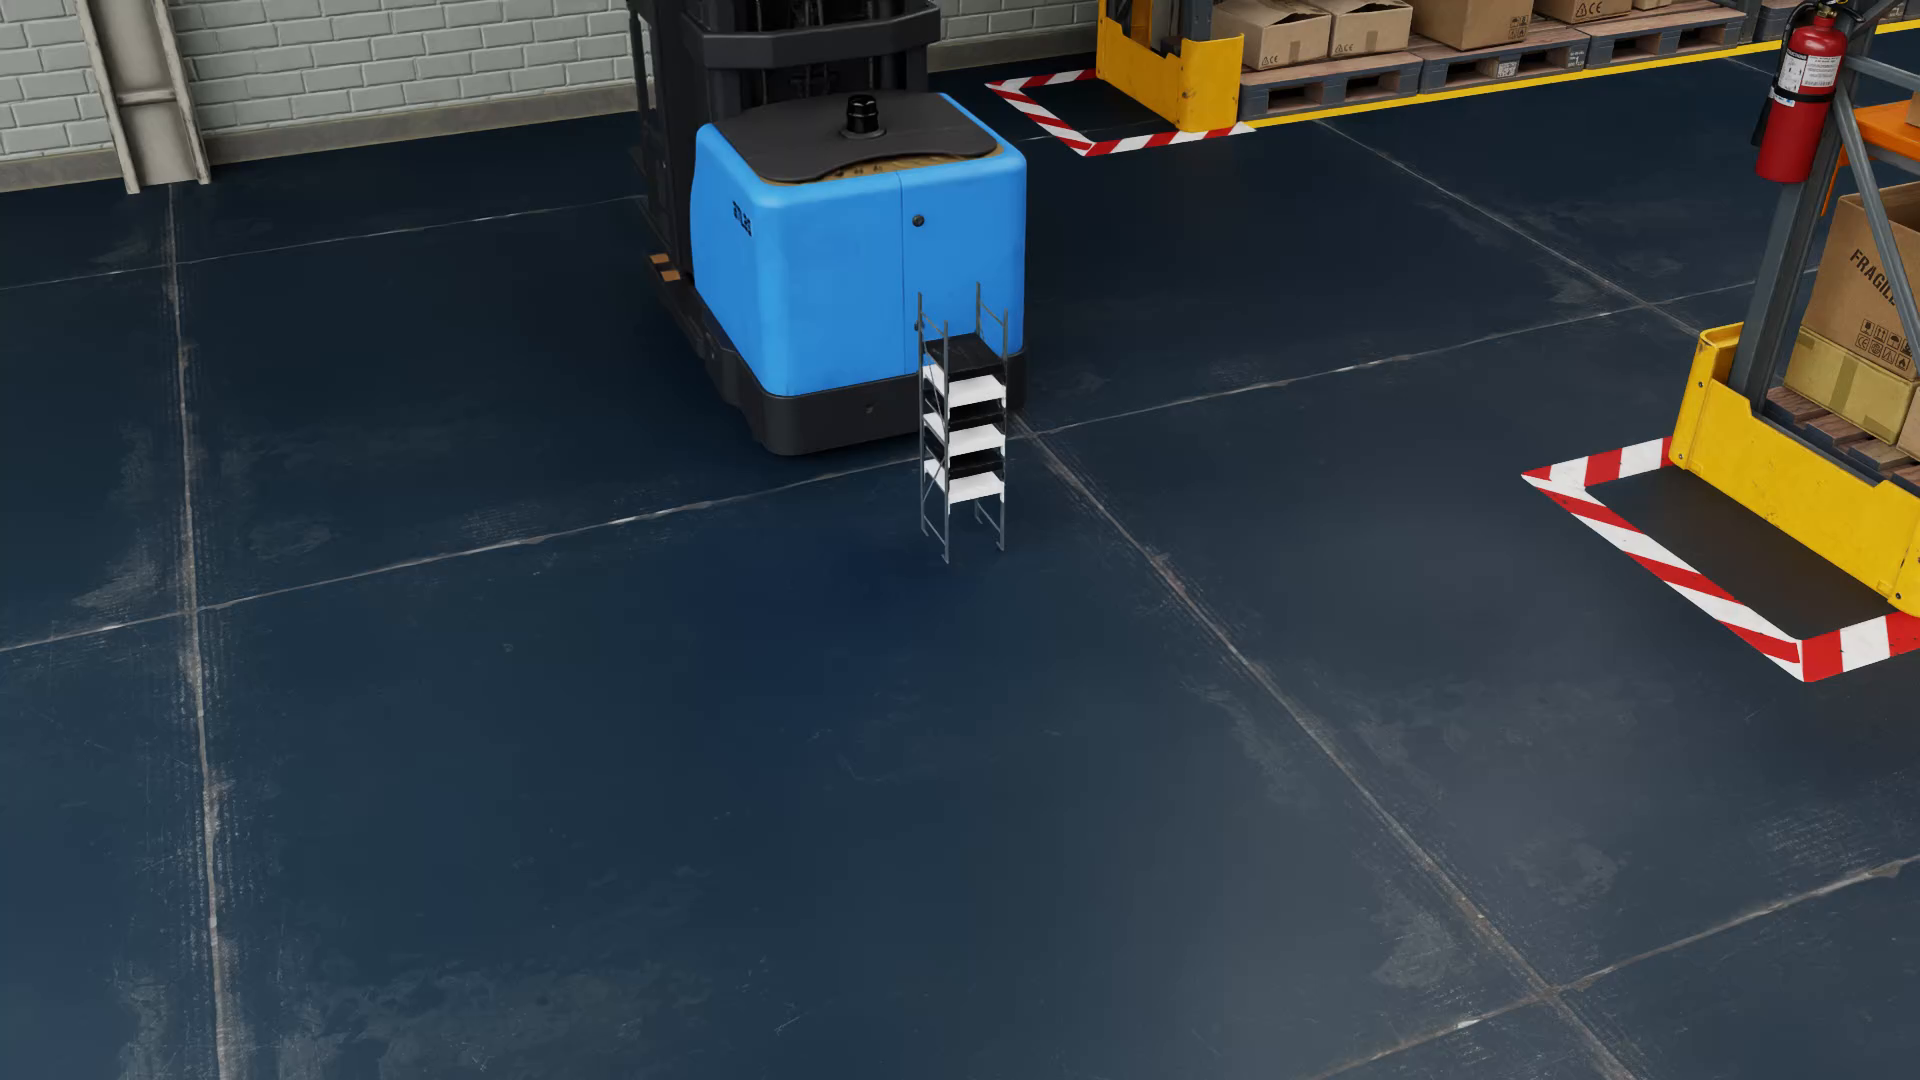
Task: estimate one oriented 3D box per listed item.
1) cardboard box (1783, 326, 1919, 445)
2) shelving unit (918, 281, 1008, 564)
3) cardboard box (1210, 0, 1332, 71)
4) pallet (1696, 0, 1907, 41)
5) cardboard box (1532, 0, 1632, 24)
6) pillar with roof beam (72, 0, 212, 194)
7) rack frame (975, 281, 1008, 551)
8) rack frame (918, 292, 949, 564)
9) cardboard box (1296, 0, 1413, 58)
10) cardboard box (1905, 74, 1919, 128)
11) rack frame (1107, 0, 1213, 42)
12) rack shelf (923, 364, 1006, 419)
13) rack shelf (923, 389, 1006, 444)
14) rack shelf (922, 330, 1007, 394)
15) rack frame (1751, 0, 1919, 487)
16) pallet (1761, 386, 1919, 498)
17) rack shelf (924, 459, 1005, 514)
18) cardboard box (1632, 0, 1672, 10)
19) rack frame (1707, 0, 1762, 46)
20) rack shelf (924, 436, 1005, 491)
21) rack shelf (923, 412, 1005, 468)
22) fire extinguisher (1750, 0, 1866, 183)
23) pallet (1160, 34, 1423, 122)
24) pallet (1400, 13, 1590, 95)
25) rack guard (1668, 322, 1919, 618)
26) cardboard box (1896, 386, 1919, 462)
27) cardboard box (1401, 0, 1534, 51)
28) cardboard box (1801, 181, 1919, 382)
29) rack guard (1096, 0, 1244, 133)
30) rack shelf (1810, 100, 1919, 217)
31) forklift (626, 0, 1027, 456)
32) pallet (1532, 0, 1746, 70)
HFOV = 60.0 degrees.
[{"bbox_3d":[3.418,-0.614,6.079,0.500,0.250,0.500,-13,35,-19],"label":"cardboard box"},{"bbox_3d":[0.007,-0.379,5.507,0.210,0.900,0.258,-13,35,-19],"label":"shelving unit"},{"bbox_3d":[1.789,-2.977,9.636,0.500,0.311,0.500,-17,37,-24],"label":"cardboard box"},{"bbox_3d":[5.522,-3.659,11.180,1.213,0.211,1.003,-13,35,-19],"label":"pallet"},{"bbox_3d":[3.863,-3.560,10.360,0.500,0.500,0.500,-16,36,-22],"label":"cardboard box"},{"bbox_3d":[-2.439,-3.484,2.854,0.400,9.000,9.100,-13,35,-19],"label":"pillar with roof beam"},{"bbox_3d":[0.101,-0.400,5.540,0.006,0.900,0.240,-13,35,-19],"label":"rack frame"},{"bbox_3d":[-0.086,-0.357,5.474,0.006,0.900,0.240,-13,35,-19],"label":"rack frame"},{"bbox_3d":[2.315,-3.097,9.821,0.500,0.311,0.500,-10,34,-15],"label":"cardboard box"},{"bbox_3d":[3.473,-1.462,5.155,0.500,0.500,0.700,-13,35,-19],"label":"cardboard box"},{"bbox_3d":[1.116,-3.818,8.868,0.127,3.000,1.000,-13,35,-19],"label":"rack frame"},{"bbox_3d":[0.007,-0.502,5.427,0.200,0.077,0.258,-13,35,-19],"label":"rack shelf"},{"bbox_3d":[0.007,-0.426,5.476,0.200,0.077,0.258,-13,35,-19],"label":"rack shelf"},{"bbox_3d":[0.008,-0.577,5.378,0.200,0.077,0.258,-13,35,-19],"label":"rack shelf"},{"bbox_3d":[3.036,-1.330,5.043,0.053,2.616,0.949,-13,35,-19],"label":"rack frame"},{"bbox_3d":[3.726,-0.342,6.082,1.213,0.211,1.003,-13,35,-19],"label":"pallet"},{"bbox_3d":[0.007,-0.200,5.624,0.200,0.077,0.258,-13,35,-19],"label":"rack shelf"},{"bbox_3d":[4.323,-3.532,10.622,0.250,0.166,0.380,-18,37,-25],"label":"cardboard box"},{"bbox_3d":[4.805,-4.663,10.166,0.127,3.000,1.000,-13,35,-19],"label":"rack frame"},{"bbox_3d":[0.007,-0.276,5.574,0.200,0.077,0.258,-13,35,-19],"label":"rack shelf"},{"bbox_3d":[0.007,-0.351,5.525,0.200,0.077,0.258,-13,35,-19],"label":"rack shelf"},{"bbox_3d":[2.749,-1.504,5.383,0.183,0.674,0.296,-13,35,-19],"label":"fire extinguisher"},{"bbox_3d":[1.949,-2.819,9.890,1.213,0.211,1.003,-13,35,-19],"label":"pallet"},{"bbox_3d":[3.072,-3.075,10.282,1.213,0.211,1.003,-13,35,-19],"label":"pallet"},{"bbox_3d":[3.015,-0.275,5.715,0.348,0.500,1.175,-13,35,-19],"label":"rack guard"},{"bbox_3d":[3.618,-0.353,5.678,0.500,0.250,0.500,-13,35,-19],"label":"cardboard box"},{"bbox_3d":[3.011,-3.306,9.969,0.500,0.500,0.700,-15,36,-22],"label":"cardboard box"},{"bbox_3d":[3.417,-0.929,5.876,0.500,0.500,0.500,-13,35,-19],"label":"cardboard box"},{"bbox_3d":[1.186,-2.787,9.574,0.348,0.500,1.175,-13,35,-19],"label":"rack guard"},{"bbox_3d":[4.882,-1.449,5.886,4.000,0.370,1.077,-13,35,-19],"label":"rack shelf"},{"bbox_3d":[-0.778,-2.330,6.643,1.130,2.935,3.031,-13,35,-19],"label":"forklift"},{"bbox_3d":[4.199,-3.335,10.681,1.213,0.211,1.003,-13,35,-19],"label":"pallet"}]
